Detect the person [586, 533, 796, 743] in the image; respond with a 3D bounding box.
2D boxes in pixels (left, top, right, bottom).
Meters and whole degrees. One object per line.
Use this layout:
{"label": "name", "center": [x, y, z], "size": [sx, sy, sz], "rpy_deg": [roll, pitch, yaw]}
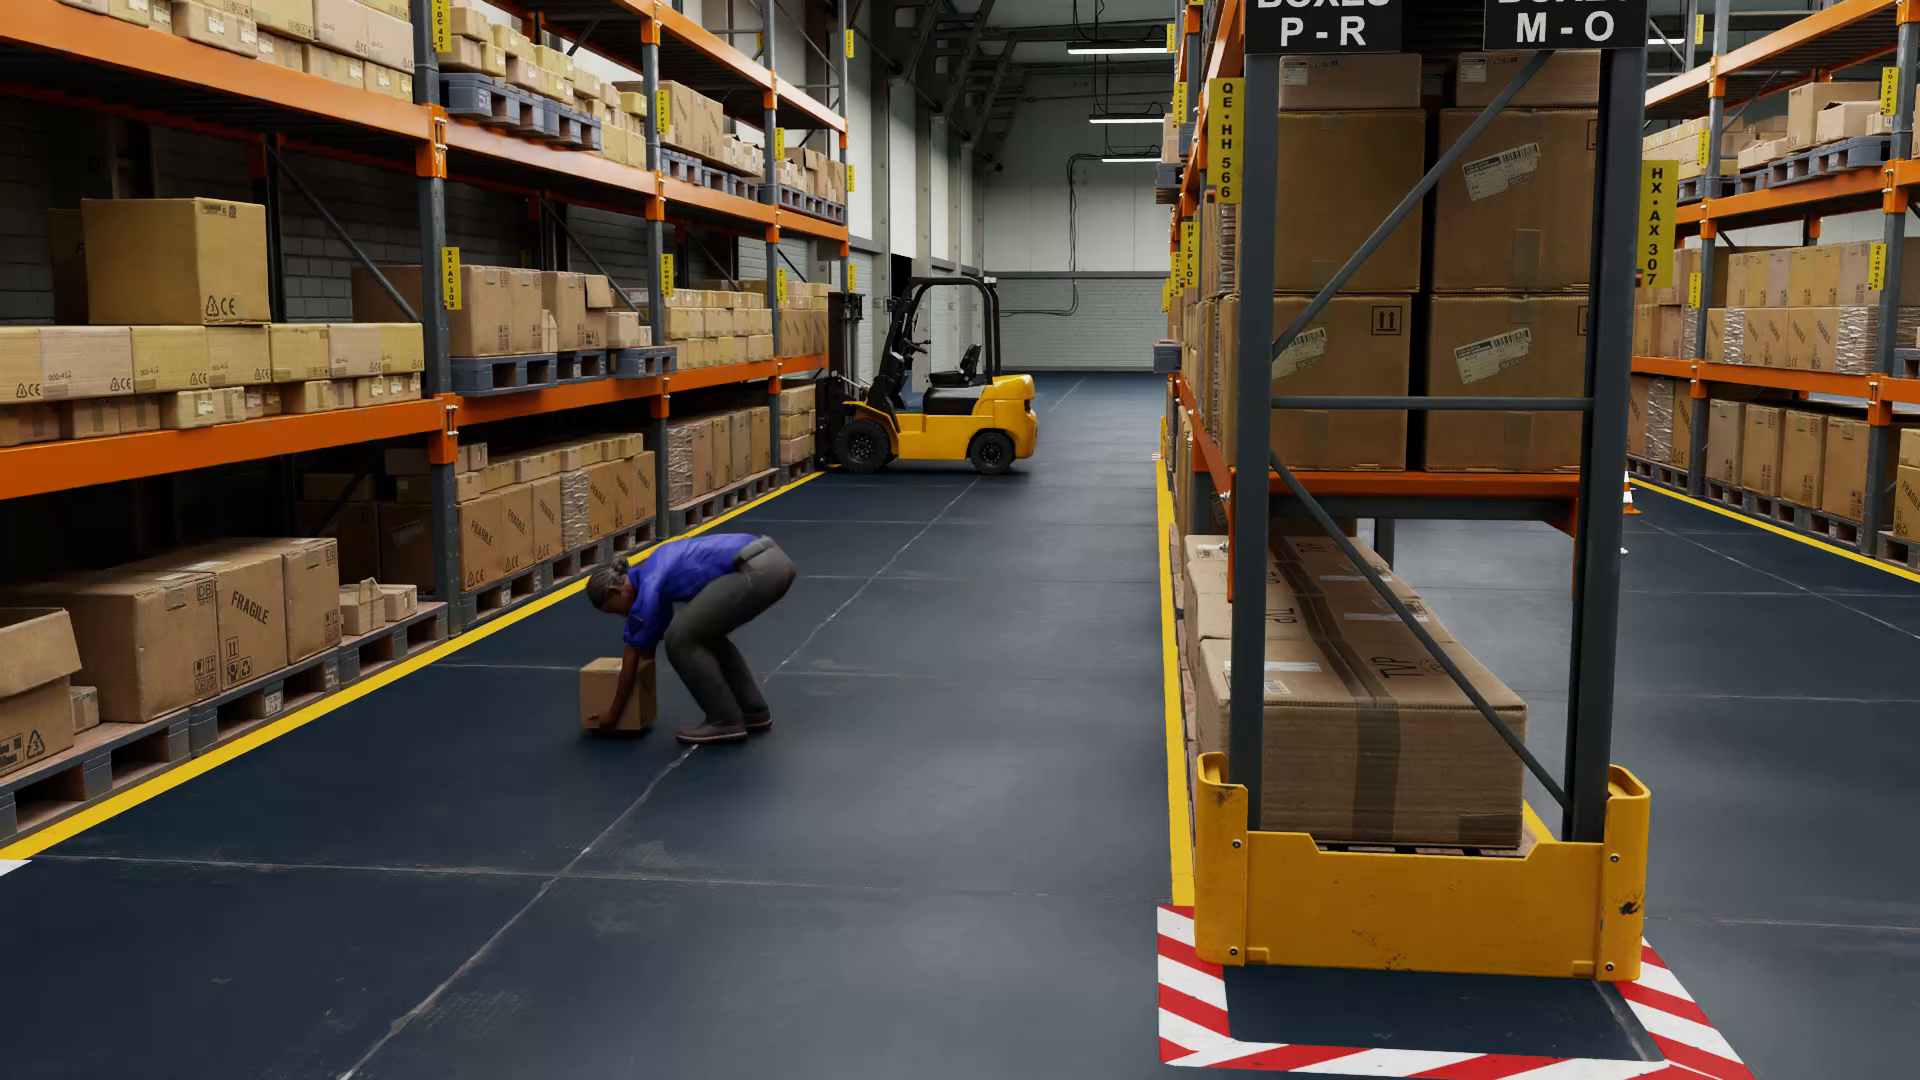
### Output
{"label": "person", "center": [-1.119, 0.396, 6.912], "size": [0.866, 0.851, 0.453], "rpy_deg": [0, 8, 3]}
